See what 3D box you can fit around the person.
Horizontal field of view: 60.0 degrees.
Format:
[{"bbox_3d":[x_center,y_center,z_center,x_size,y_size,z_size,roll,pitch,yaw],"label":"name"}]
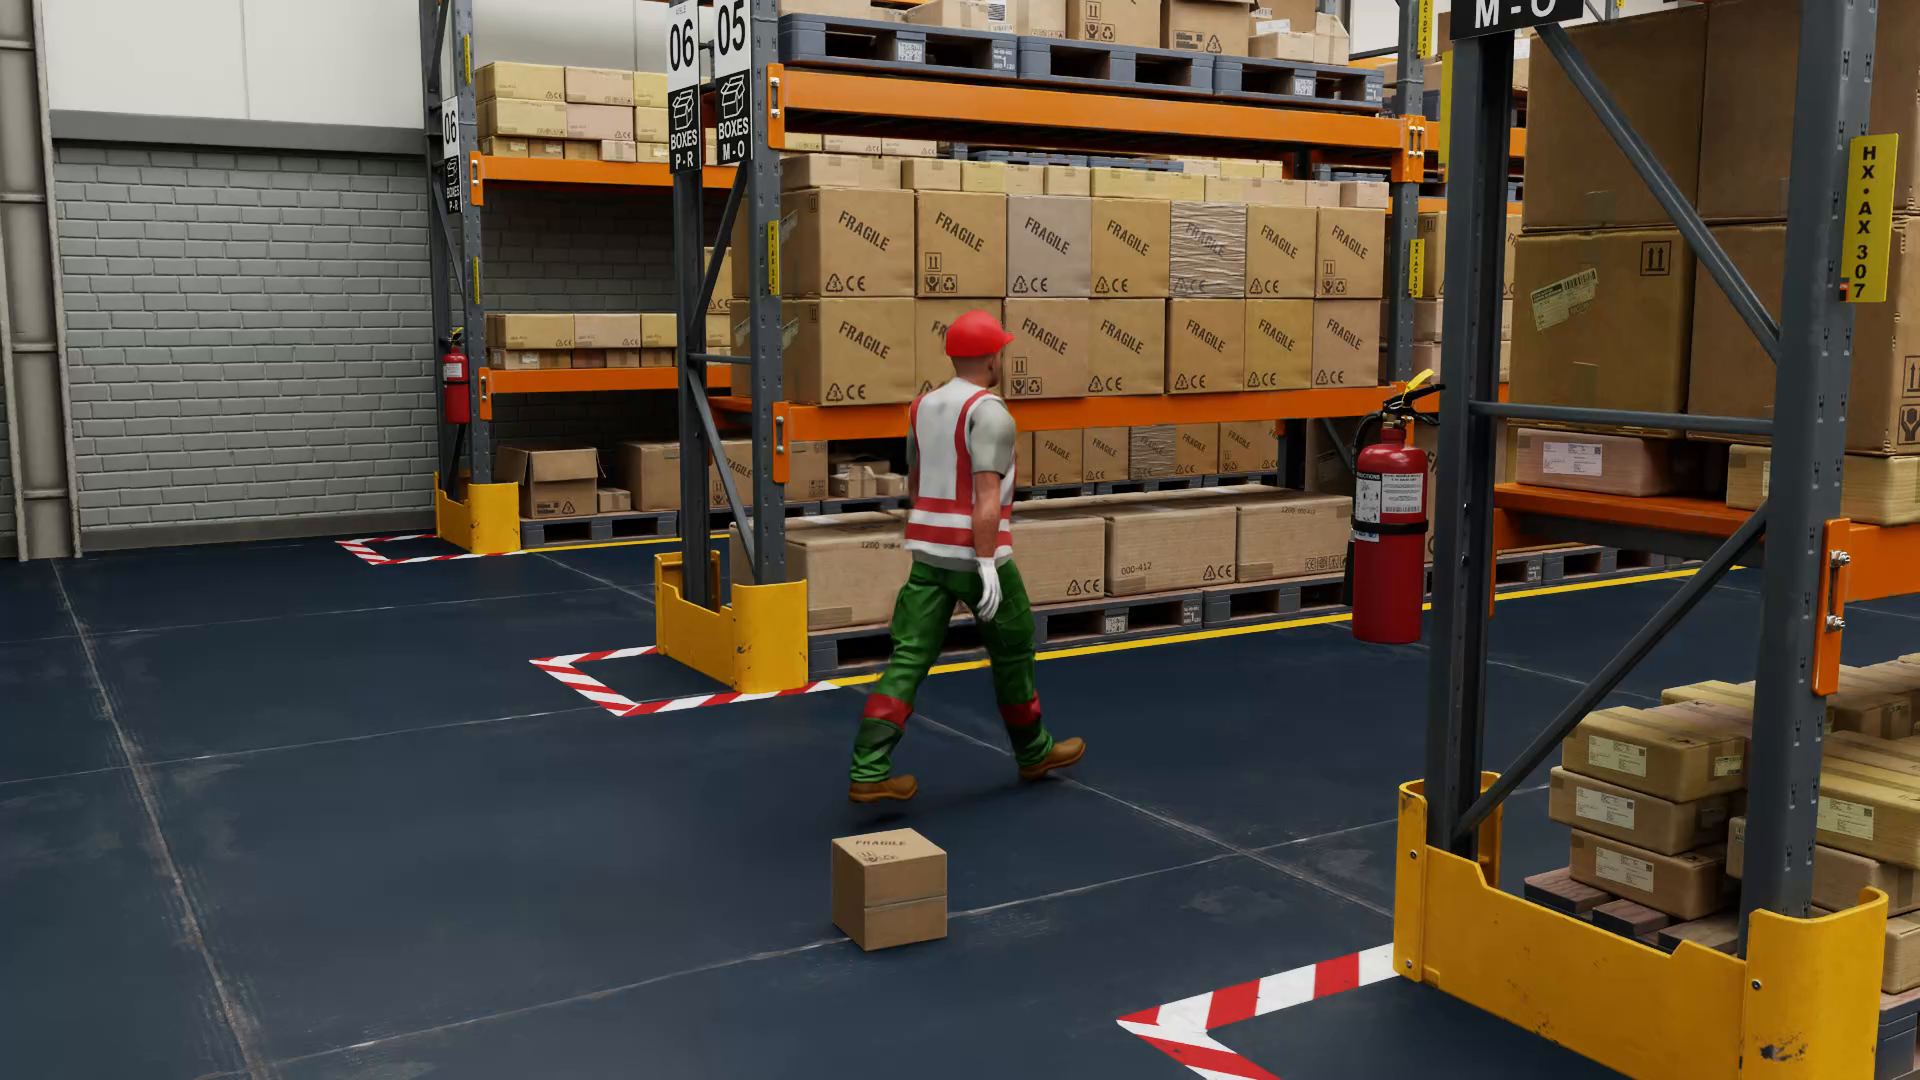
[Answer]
[{"bbox_3d":[0.018,0.055,5.927,0.577,1.733,1.087,7,11,42],"label":"person"}]
